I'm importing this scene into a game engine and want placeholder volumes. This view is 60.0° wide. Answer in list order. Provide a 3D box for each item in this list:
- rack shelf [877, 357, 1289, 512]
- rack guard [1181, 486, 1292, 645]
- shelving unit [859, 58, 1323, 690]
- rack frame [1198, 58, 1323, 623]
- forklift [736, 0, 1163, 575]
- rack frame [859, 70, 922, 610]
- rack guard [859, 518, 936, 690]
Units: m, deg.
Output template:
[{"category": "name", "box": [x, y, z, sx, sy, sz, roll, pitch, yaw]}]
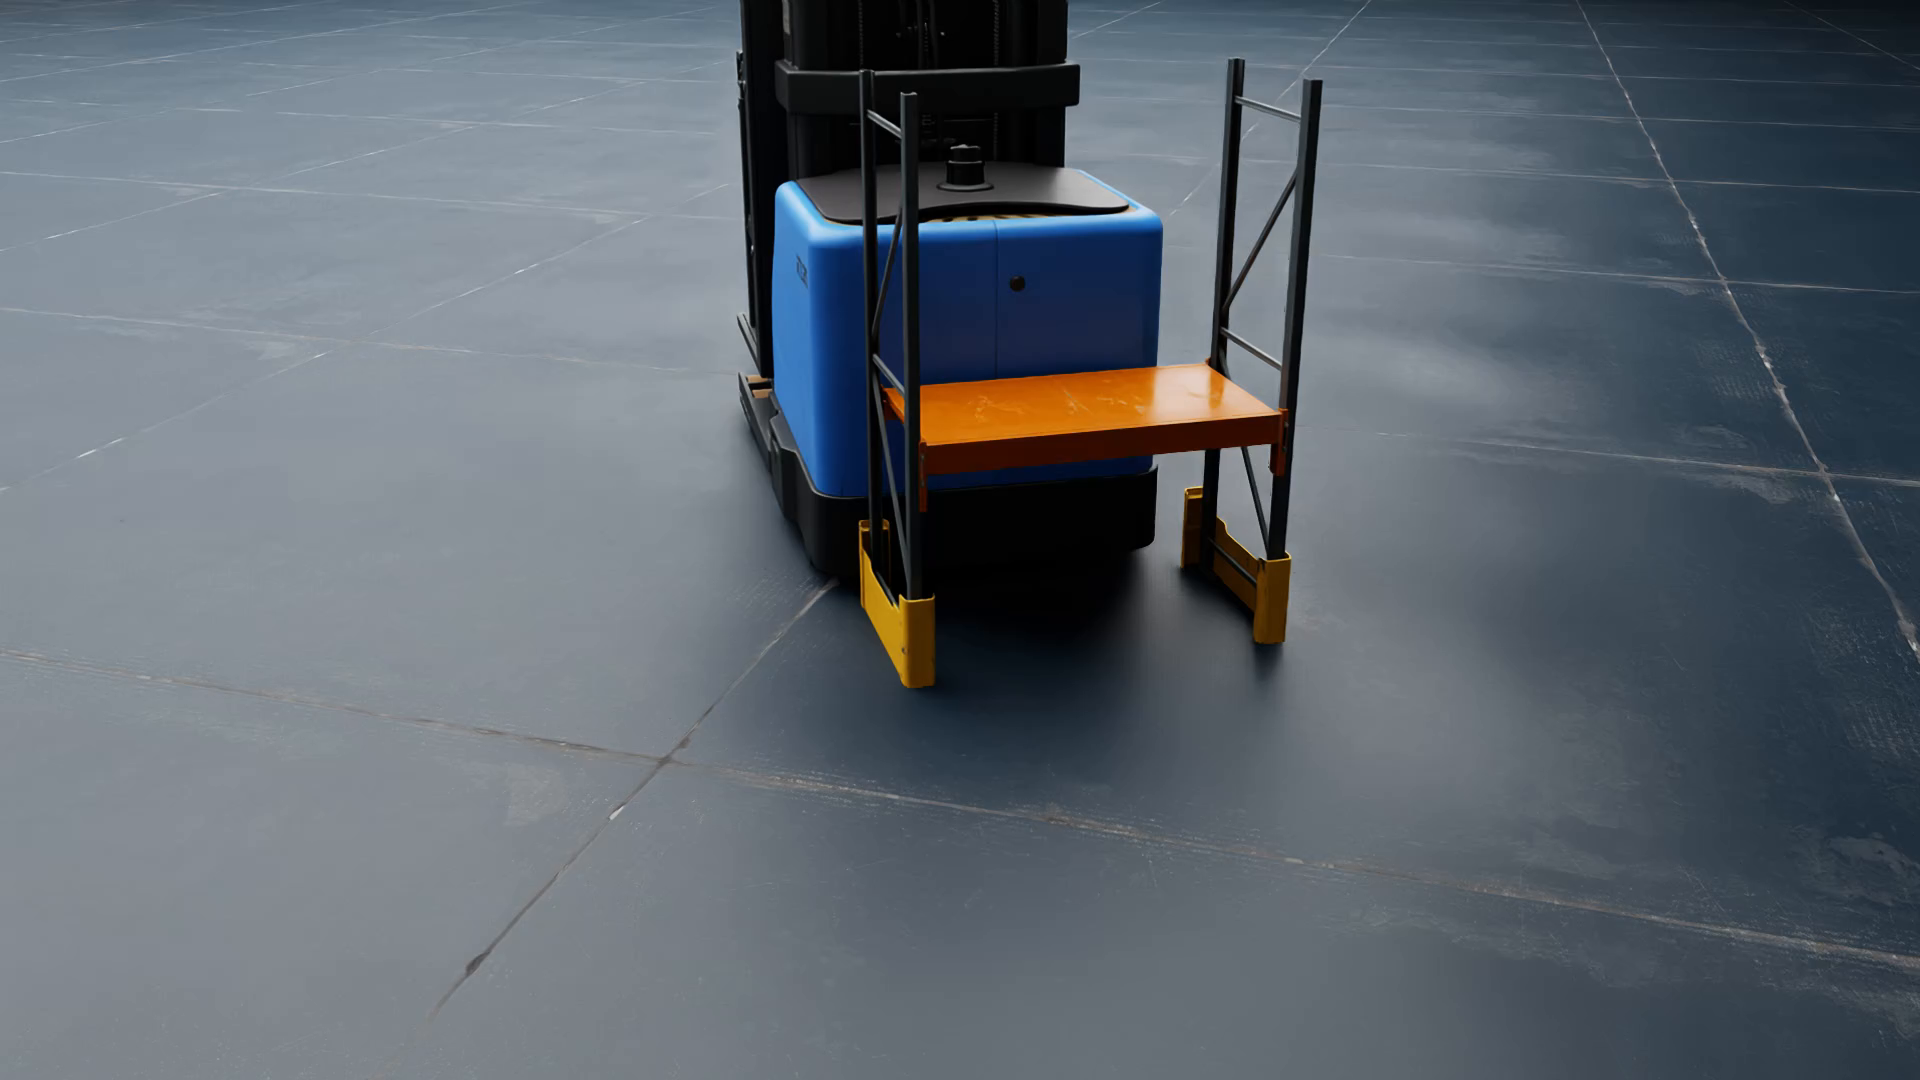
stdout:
[{"category": "rack shelf", "box": [0.313, -0.299, 4.497, 1.000, 0.185, 0.538, -6, 23, -14]}, {"category": "rack guard", "box": [0.785, 0.064, 4.785, 0.087, 0.250, 0.587, -6, 23, -14]}, {"category": "shelving unit", "box": [0.305, -0.465, 4.427, 1.083, 1.500, 0.587, -6, 23, -14]}, {"category": "rack frame", "box": [0.804, -0.517, 4.553, 0.032, 1.500, 0.500, -6, 23, -14]}, {"category": "forklift", "box": [-0.235, -1.782, 5.753, 1.130, 2.935, 3.031, -5, 23, -12]}, {"category": "rack frame", "box": [-0.177, -0.415, 4.305, 0.032, 1.500, 0.500, -6, 23, -14]}, {"category": "rack guard", "box": [-0.176, 0.163, 4.543, 0.087, 0.250, 0.587, -6, 23, -14]}]
